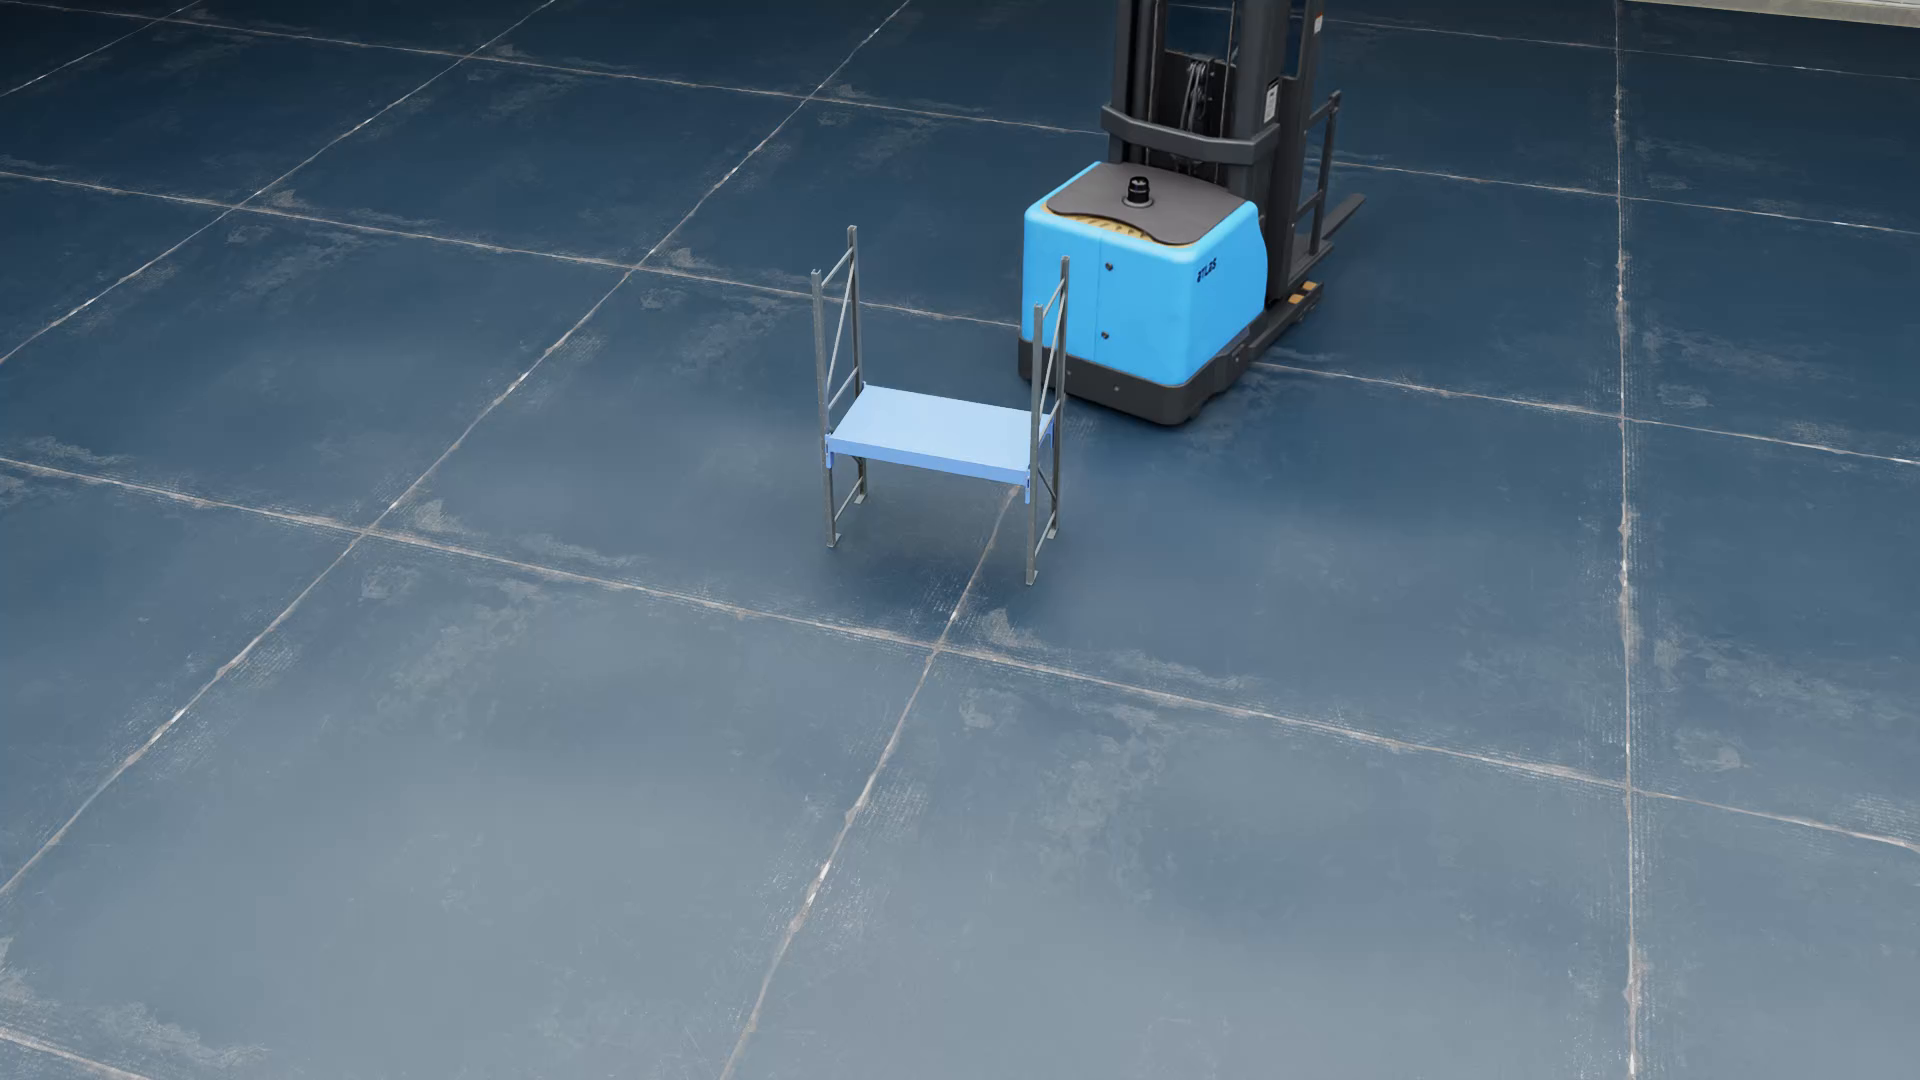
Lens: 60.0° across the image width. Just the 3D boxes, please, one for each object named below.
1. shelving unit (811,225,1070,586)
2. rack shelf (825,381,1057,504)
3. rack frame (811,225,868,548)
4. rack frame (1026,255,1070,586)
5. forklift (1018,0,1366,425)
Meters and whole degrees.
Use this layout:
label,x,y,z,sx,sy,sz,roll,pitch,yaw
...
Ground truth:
label,x,y,z,sx,sy,sz,roll,pitch,yaw
shelving unit,-0.081,-0.619,7.826,1.048,1.500,0.538,10,38,14
rack shelf,-0.081,-0.474,7.933,1.000,0.185,0.538,10,38,14
rack frame,-0.567,-0.709,7.948,0.032,1.500,0.500,10,38,14
rack frame,0.404,-0.529,7.704,0.032,1.500,0.500,10,38,14
forklift,1.562,-2.639,9.362,1.130,2.935,3.031,21,41,26
